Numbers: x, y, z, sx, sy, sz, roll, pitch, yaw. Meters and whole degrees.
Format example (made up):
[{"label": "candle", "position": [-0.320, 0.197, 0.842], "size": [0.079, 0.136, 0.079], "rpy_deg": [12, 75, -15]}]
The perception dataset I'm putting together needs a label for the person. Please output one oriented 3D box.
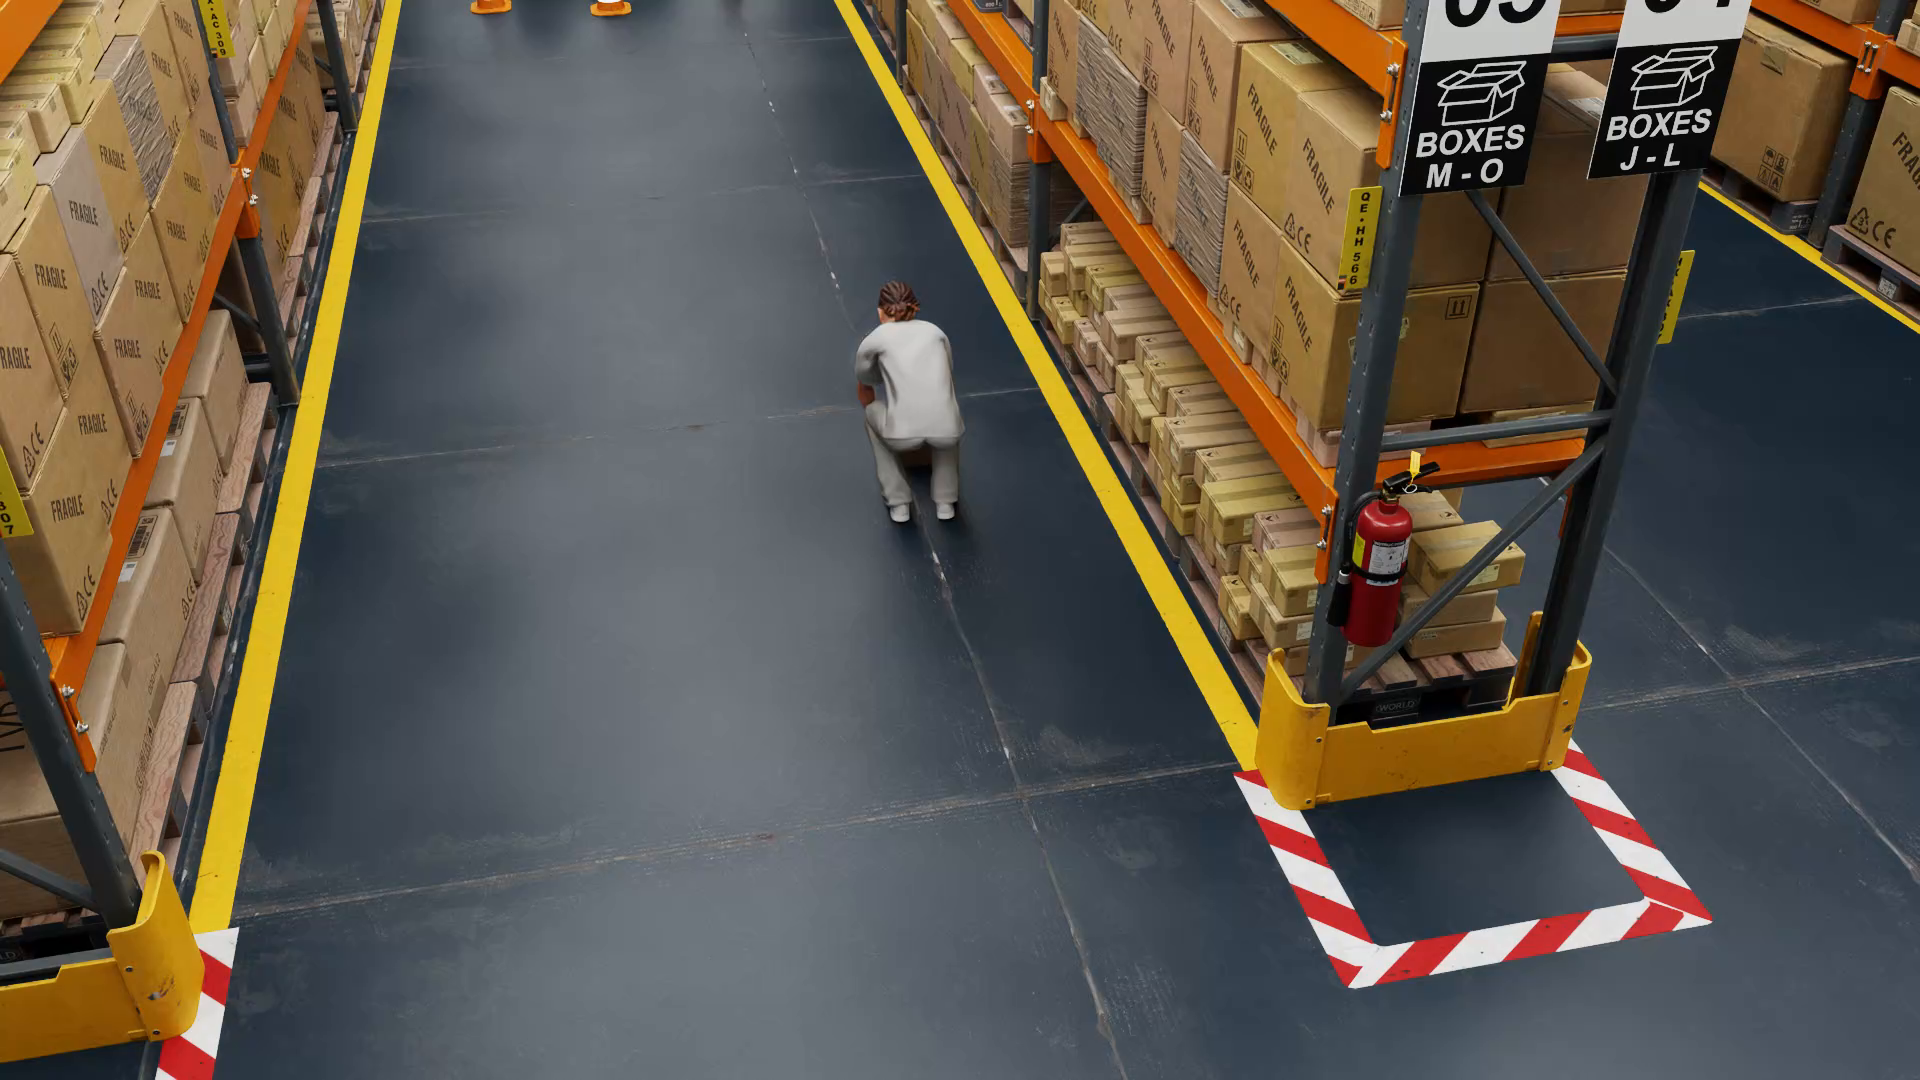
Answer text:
[{"label": "person", "position": [-0.229, -0.620, 7.669], "size": [0.488, 0.974, 0.787], "rpy_deg": [-4, 35, -6]}]
